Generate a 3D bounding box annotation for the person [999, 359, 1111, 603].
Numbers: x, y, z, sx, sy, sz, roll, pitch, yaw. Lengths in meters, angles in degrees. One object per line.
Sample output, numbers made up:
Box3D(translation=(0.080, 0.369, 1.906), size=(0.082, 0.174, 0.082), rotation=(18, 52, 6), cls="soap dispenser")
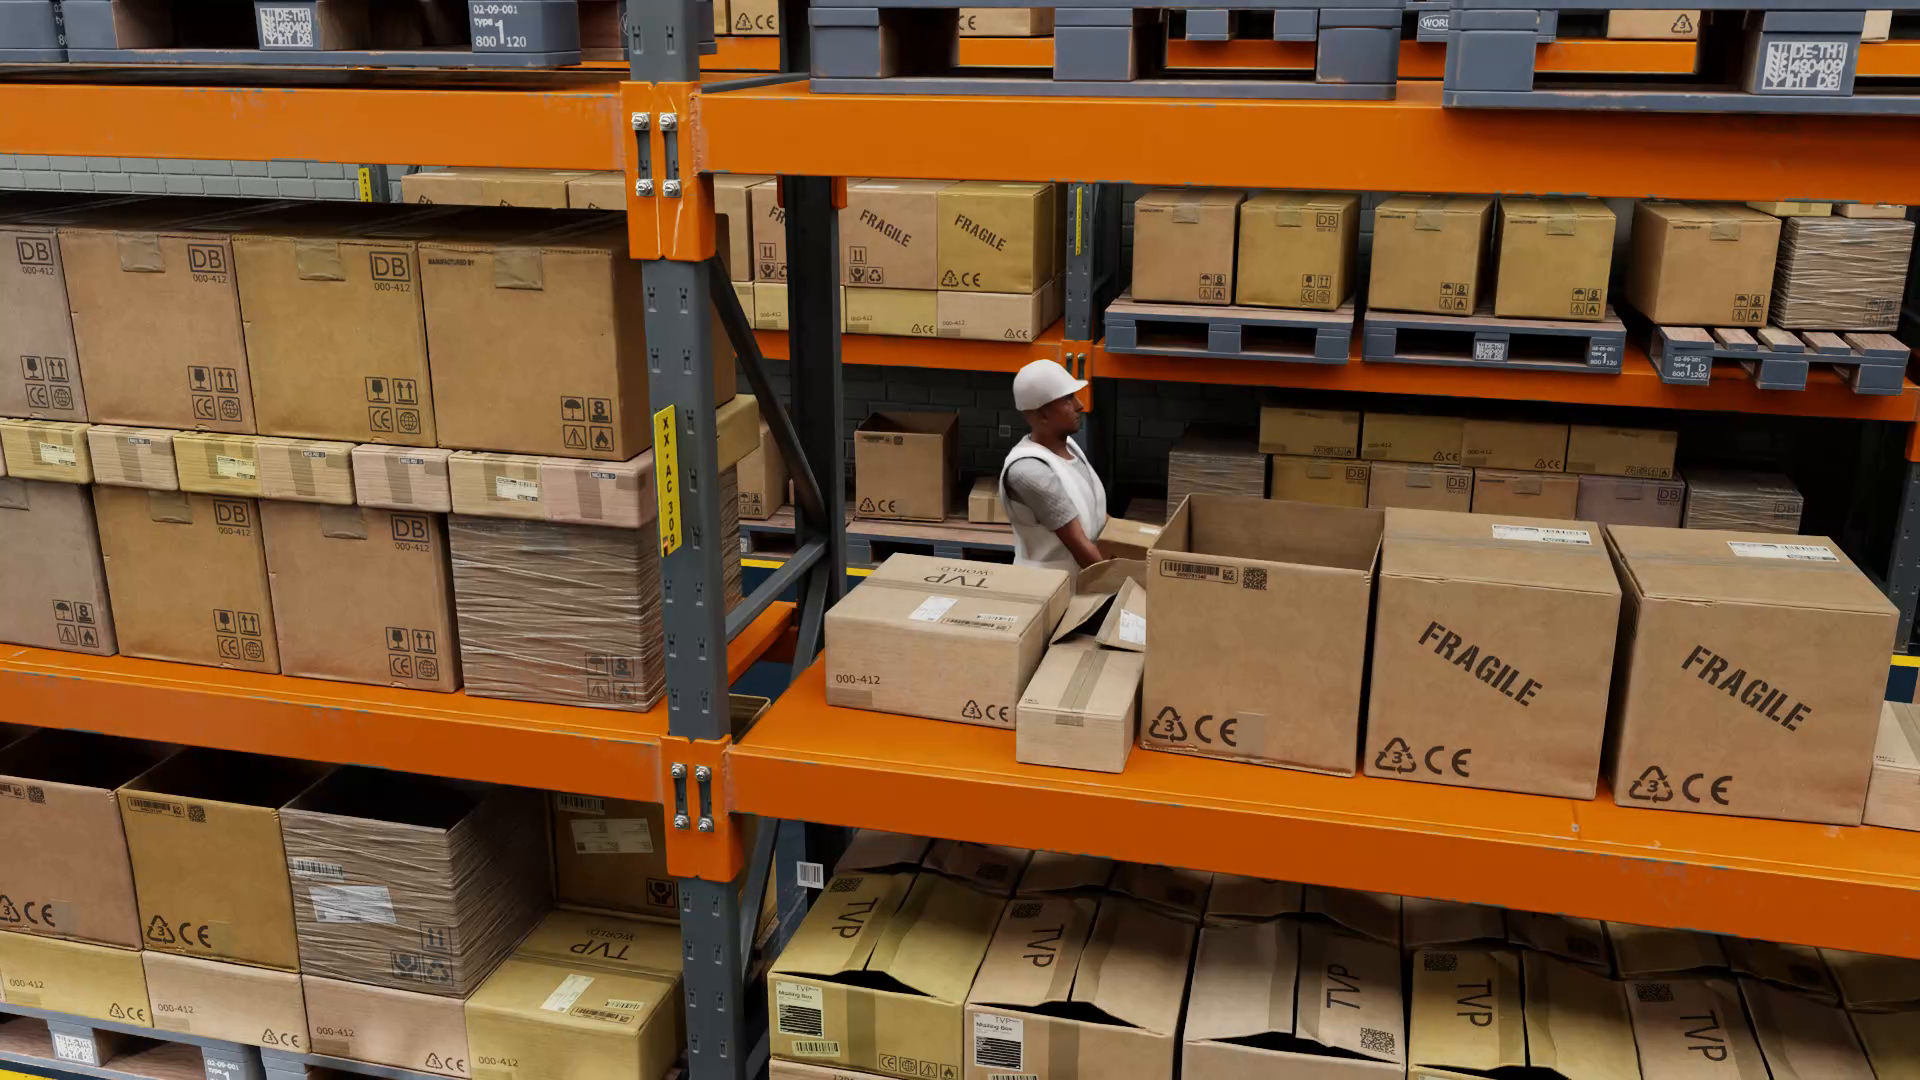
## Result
Box3D(translation=(0.455, 0.227, 6.091), size=(0.584, 1.778, 0.487), rotation=(5, 19, 14), cls="person")
